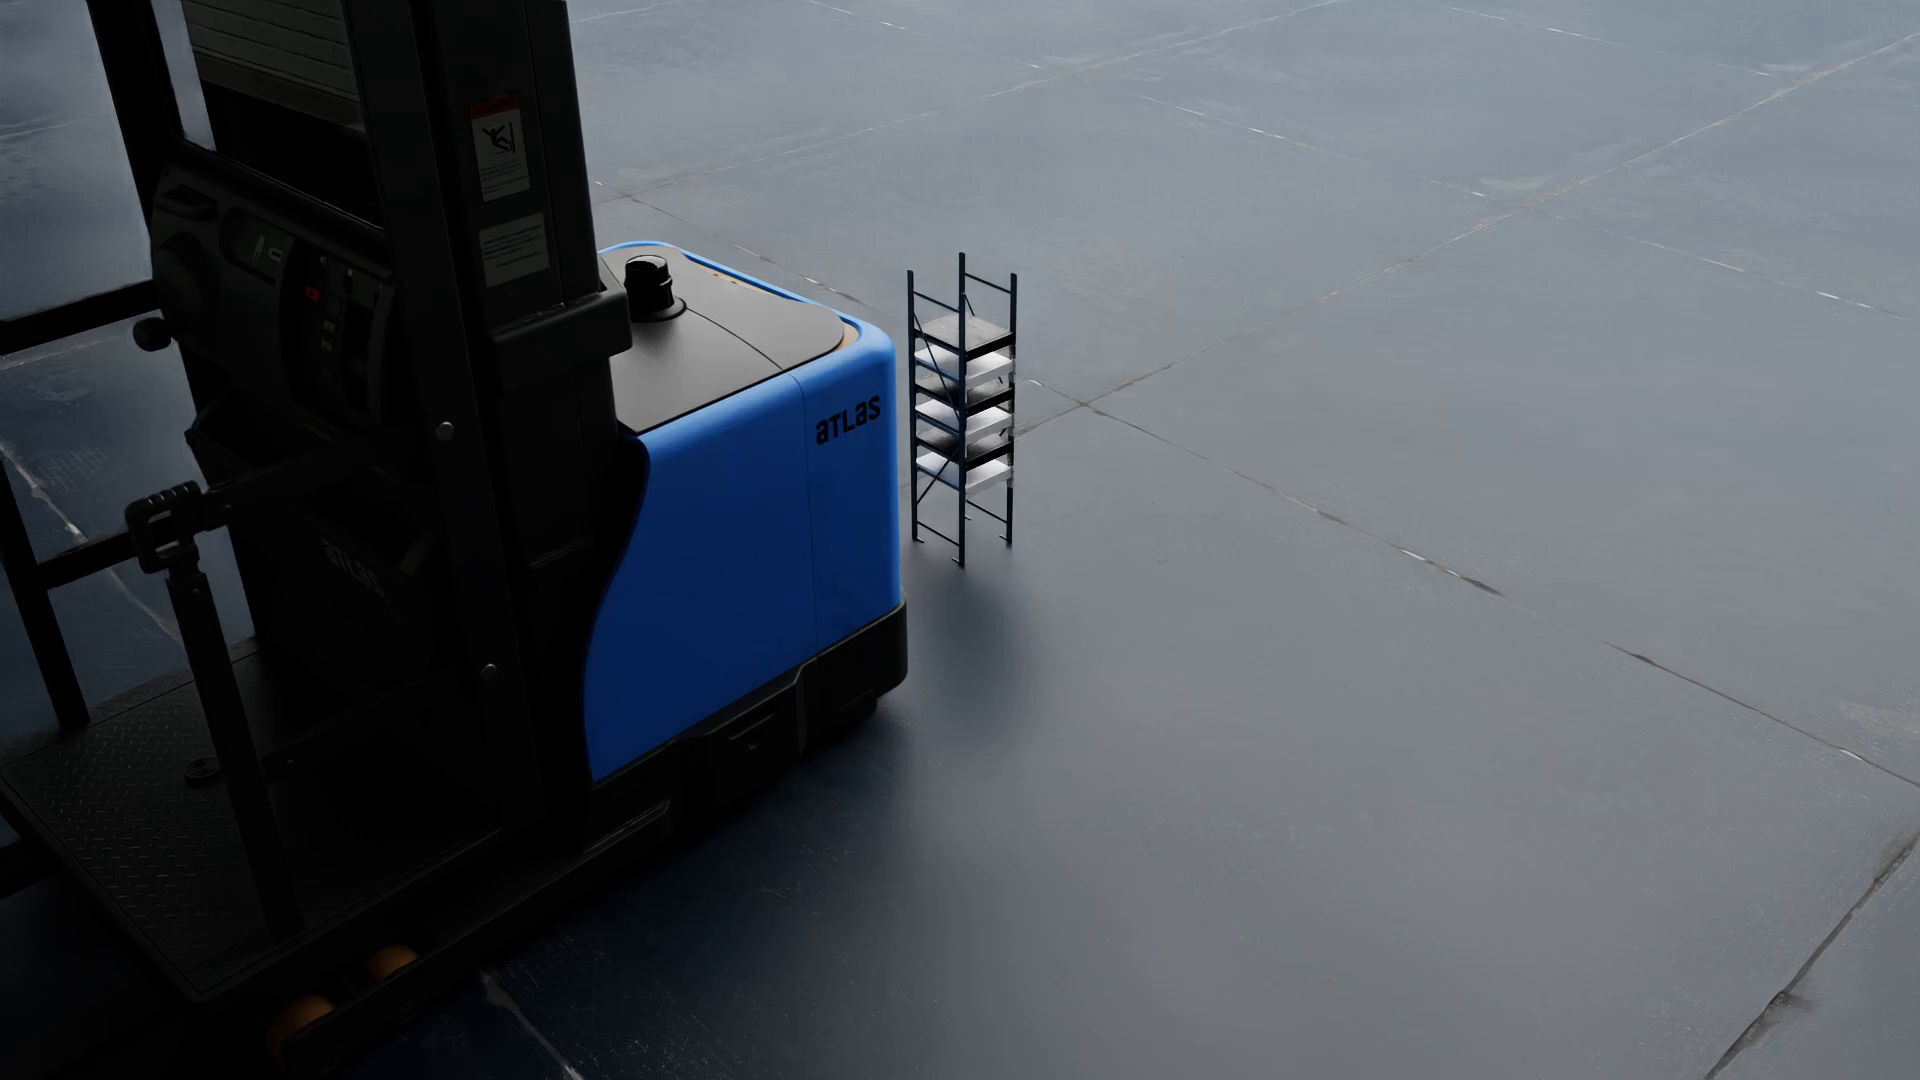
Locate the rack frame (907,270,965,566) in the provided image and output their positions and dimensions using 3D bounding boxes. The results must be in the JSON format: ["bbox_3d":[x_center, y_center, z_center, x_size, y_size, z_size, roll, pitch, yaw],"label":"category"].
[{"bbox_3d":[-0.069,-0.351,4.961,0.006,0.900,0.240,-26,40,-35],"label":"rack frame"}]

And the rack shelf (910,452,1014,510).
[{"bbox_3d":[0.006,-0.205,5.131,0.200,0.077,0.258,-26,40,-35],"label":"rack shelf"}]

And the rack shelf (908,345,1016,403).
[{"bbox_3d":[0.006,-0.512,4.943,0.200,0.077,0.258,-26,40,-35],"label":"rack shelf"}]

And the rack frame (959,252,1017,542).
[{"bbox_3d":[0.081,-0.423,5.079,0.006,0.900,0.240,-26,40,-35],"label":"rack frame"}]

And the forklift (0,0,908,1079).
[{"bbox_3d":[-1.512,-0.443,3.164,1.130,2.935,3.031,26,40,35],"label":"forklift"}]

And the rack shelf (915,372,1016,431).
[{"bbox_3d":[0.006,-0.435,4.990,0.200,0.077,0.258,-26,40,-35],"label":"rack shelf"}]

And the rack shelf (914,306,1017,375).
[{"bbox_3d":[0.006,-0.589,4.896,0.200,0.077,0.258,-26,40,-35],"label":"rack shelf"}]

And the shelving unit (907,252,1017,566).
[{"bbox_3d":[0.006,-0.387,5.020,0.210,0.900,0.258,-26,40,-35],"label":"shelving unit"}]

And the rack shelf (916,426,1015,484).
[{"bbox_3d":[0.006,-0.282,5.084,0.200,0.077,0.258,-26,40,-35],"label":"rack shelf"}]

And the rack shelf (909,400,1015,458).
[{"bbox_3d":[0.006,-0.358,5.037,0.200,0.077,0.258,-26,40,-35],"label":"rack shelf"}]
